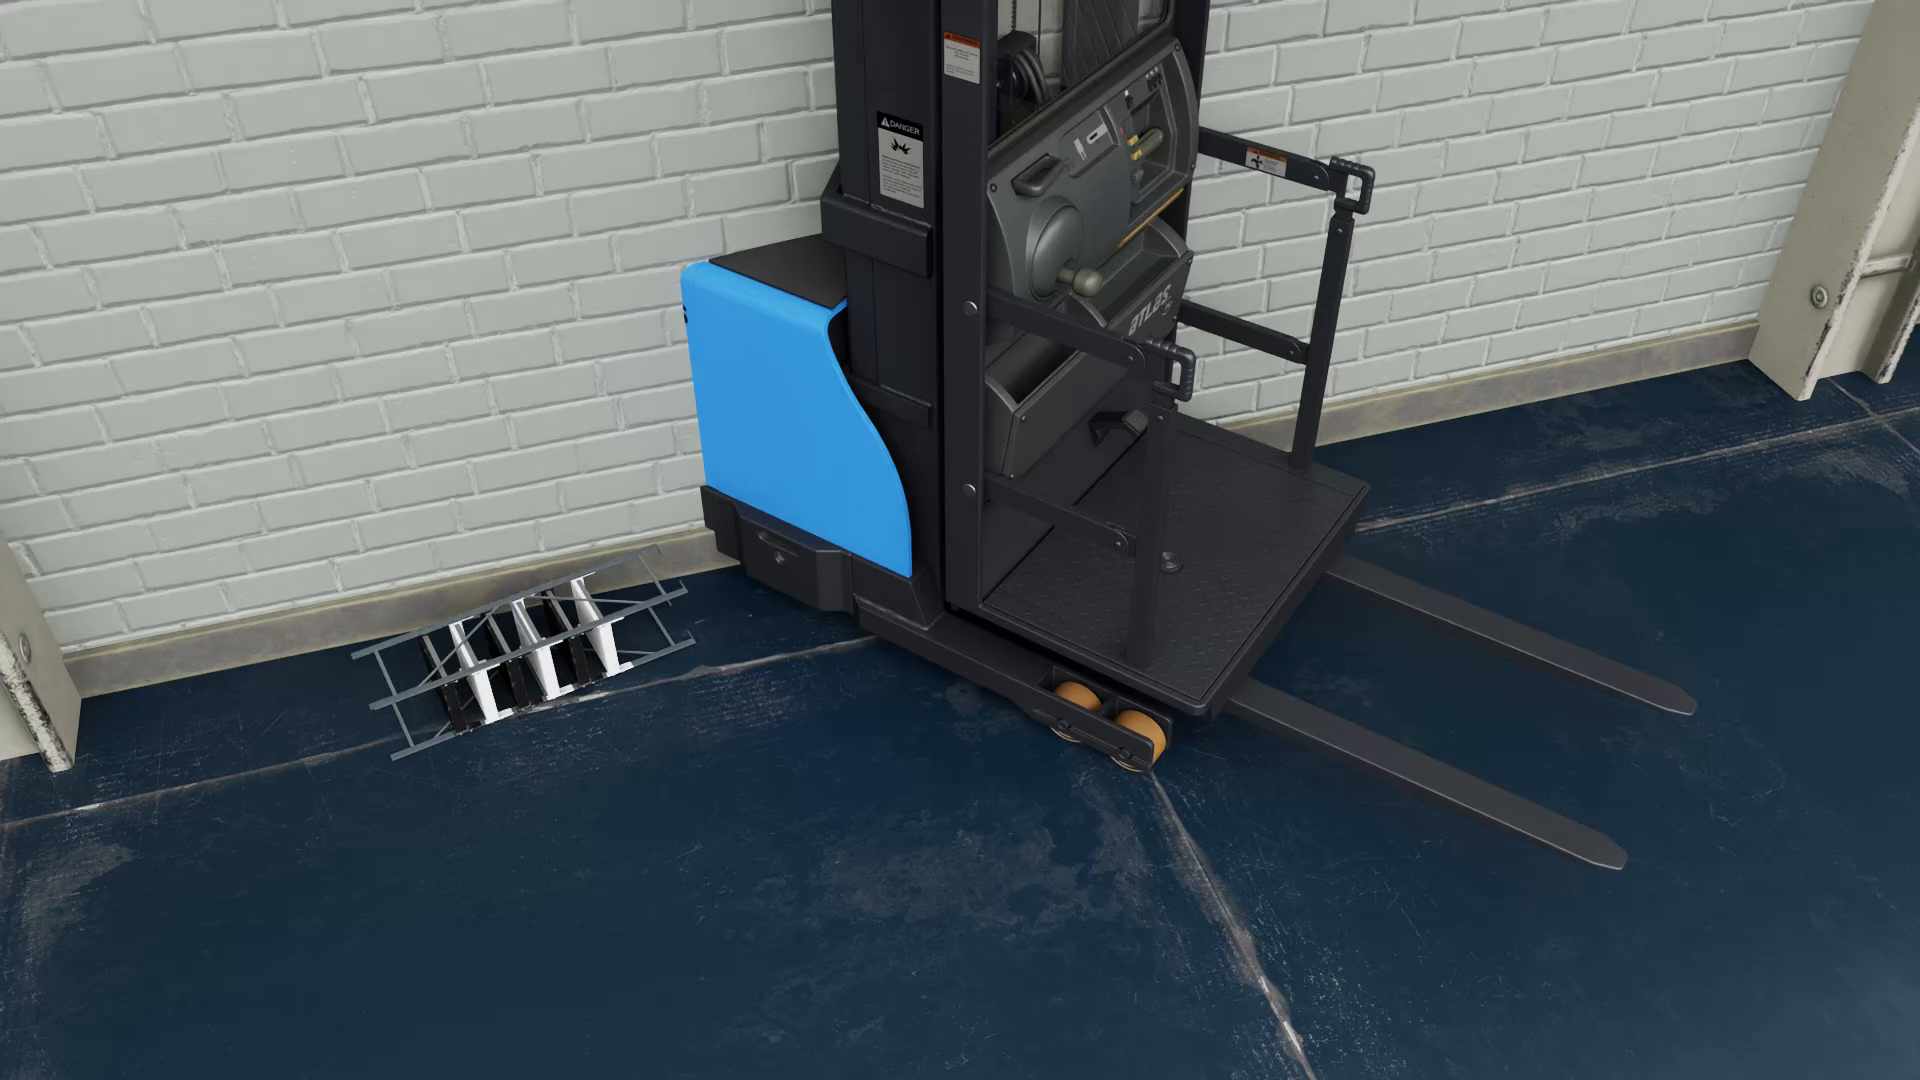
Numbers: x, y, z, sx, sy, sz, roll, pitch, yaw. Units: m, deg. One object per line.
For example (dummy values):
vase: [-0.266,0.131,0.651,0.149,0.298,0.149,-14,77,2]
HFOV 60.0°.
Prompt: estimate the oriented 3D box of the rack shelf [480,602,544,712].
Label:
rack shelf: [-1.275,0.327,4.711,0.077,0.200,0.258,-21,45,-22]

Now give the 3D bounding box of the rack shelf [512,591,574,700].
rack shelf: [-1.197,0.297,4.745,0.077,0.200,0.258,-21,45,-22]

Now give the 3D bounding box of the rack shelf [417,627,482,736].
rack shelf: [-1.431,0.388,4.644,0.077,0.200,0.258,-21,45,-22]

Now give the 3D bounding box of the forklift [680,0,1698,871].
forklift: [0.518,-0.876,4.025,3.031,2.935,1.130,24,46,25]

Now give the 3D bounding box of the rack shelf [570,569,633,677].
rack shelf: [-1.042,0.236,4.811,0.077,0.200,0.258,-21,45,-22]

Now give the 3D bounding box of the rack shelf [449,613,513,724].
rack shelf: [-1.353,0.357,4.678,0.077,0.200,0.258,-21,45,-22]

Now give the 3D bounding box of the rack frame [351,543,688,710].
rack frame: [-1.227,0.232,4.665,0.900,0.006,0.240,-21,45,-22]

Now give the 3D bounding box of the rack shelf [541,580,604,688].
rack shelf: [-1.119,0.266,4.778,0.077,0.200,0.258,-21,45,-22]

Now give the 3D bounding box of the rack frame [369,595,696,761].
rack frame: [-1.225,0.384,4.799,0.900,0.006,0.240,-21,45,-22]

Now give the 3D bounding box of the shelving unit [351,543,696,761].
shelving unit: [-1.226,0.308,4.732,0.900,0.210,0.258,-21,45,-22]
